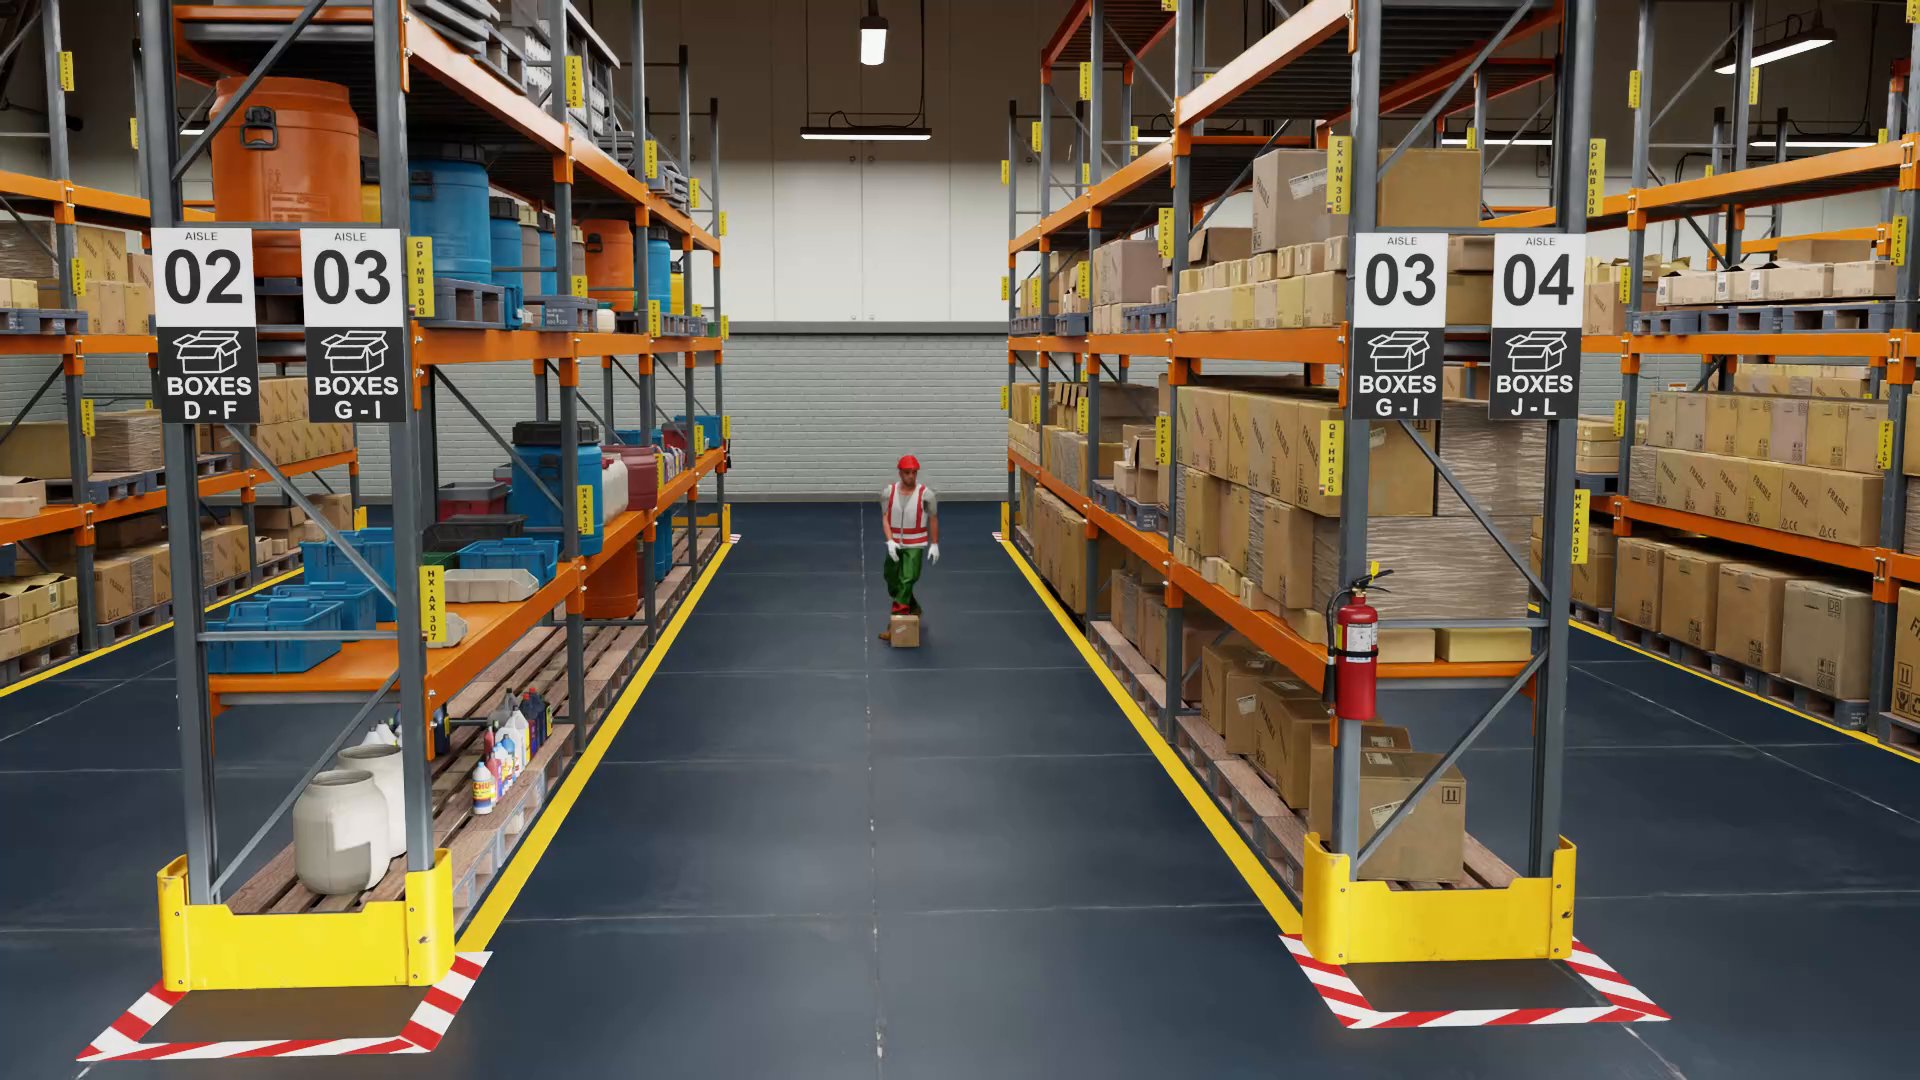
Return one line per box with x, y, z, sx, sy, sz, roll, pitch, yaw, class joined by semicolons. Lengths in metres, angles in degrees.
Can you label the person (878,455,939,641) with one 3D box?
-0.491;0.031;15.566;0.506;1.667;0.908;2;7;19;person
